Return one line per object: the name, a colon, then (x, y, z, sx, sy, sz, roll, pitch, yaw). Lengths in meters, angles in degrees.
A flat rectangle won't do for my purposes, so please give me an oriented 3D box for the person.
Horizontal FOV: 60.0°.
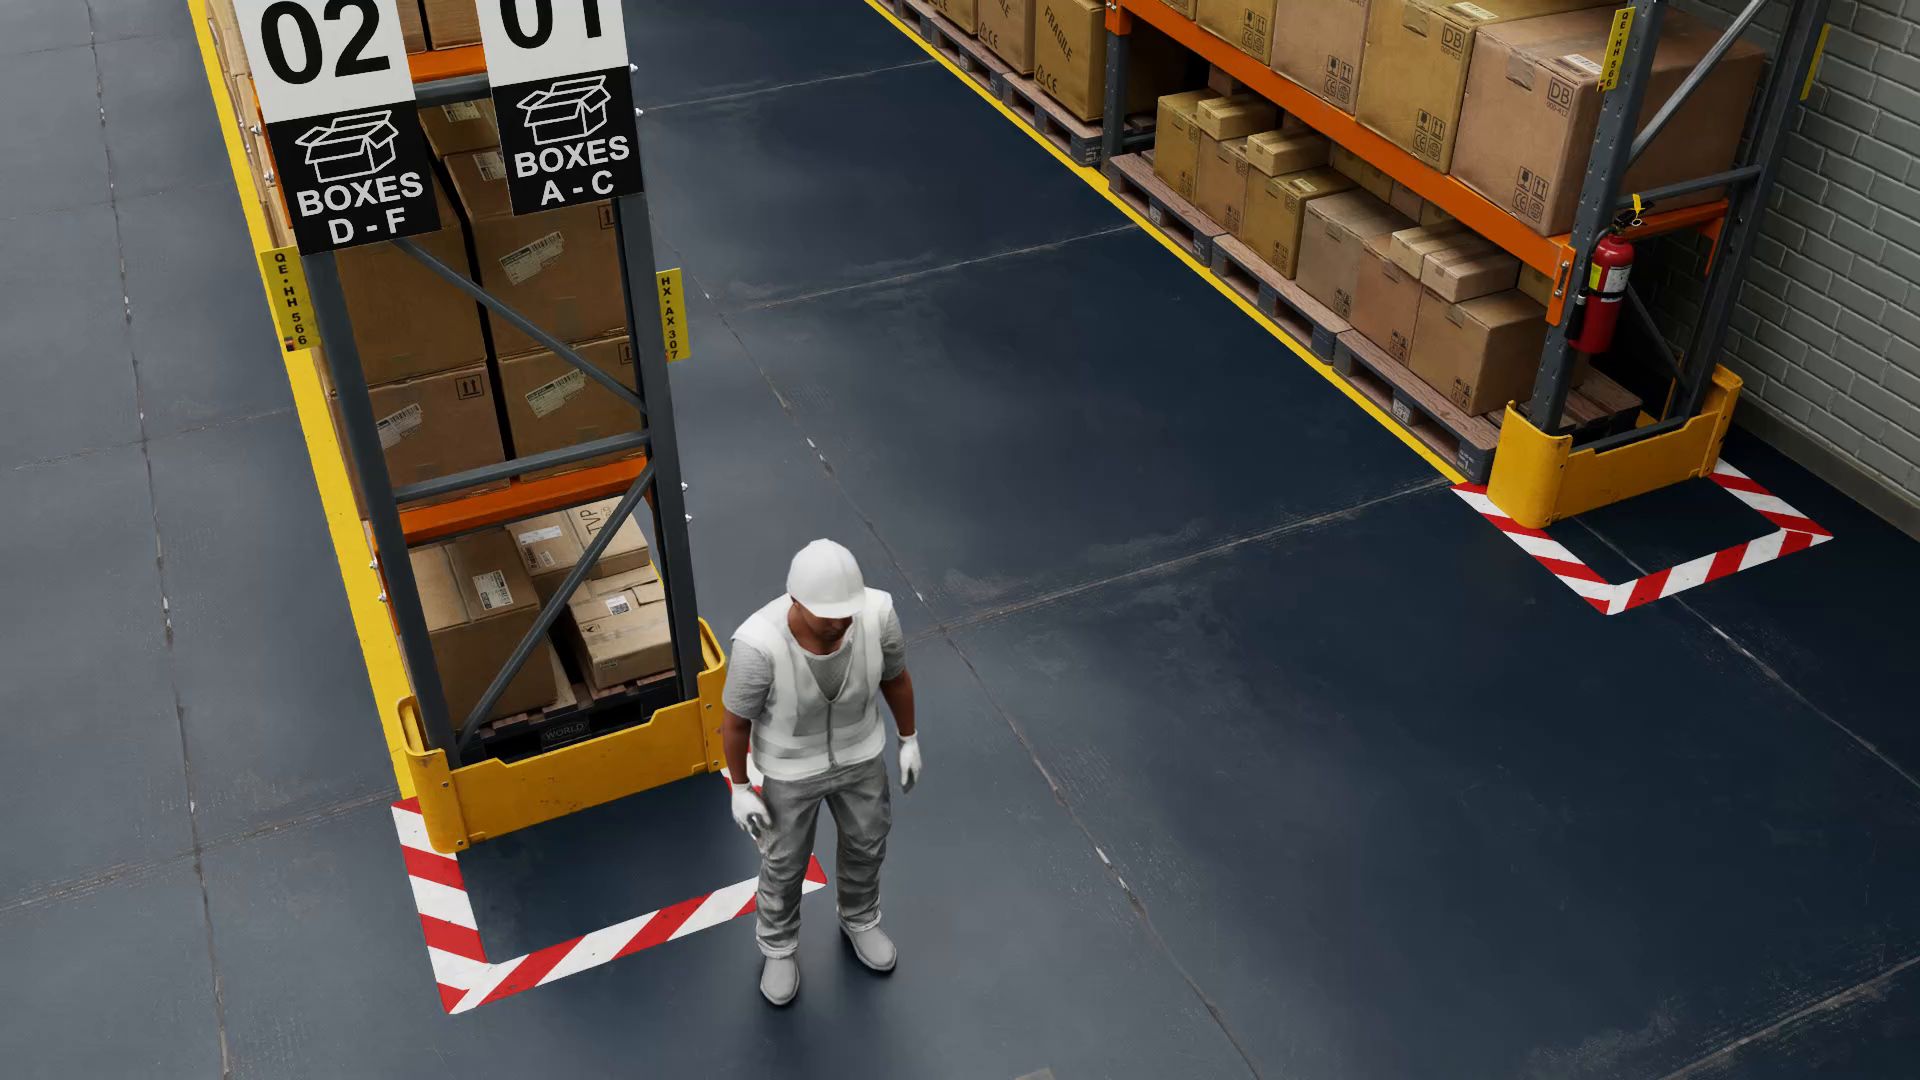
person: (-0.423, 0.703, 5.205, 0.632, 1.776, 0.444, -14, 39, -18)
